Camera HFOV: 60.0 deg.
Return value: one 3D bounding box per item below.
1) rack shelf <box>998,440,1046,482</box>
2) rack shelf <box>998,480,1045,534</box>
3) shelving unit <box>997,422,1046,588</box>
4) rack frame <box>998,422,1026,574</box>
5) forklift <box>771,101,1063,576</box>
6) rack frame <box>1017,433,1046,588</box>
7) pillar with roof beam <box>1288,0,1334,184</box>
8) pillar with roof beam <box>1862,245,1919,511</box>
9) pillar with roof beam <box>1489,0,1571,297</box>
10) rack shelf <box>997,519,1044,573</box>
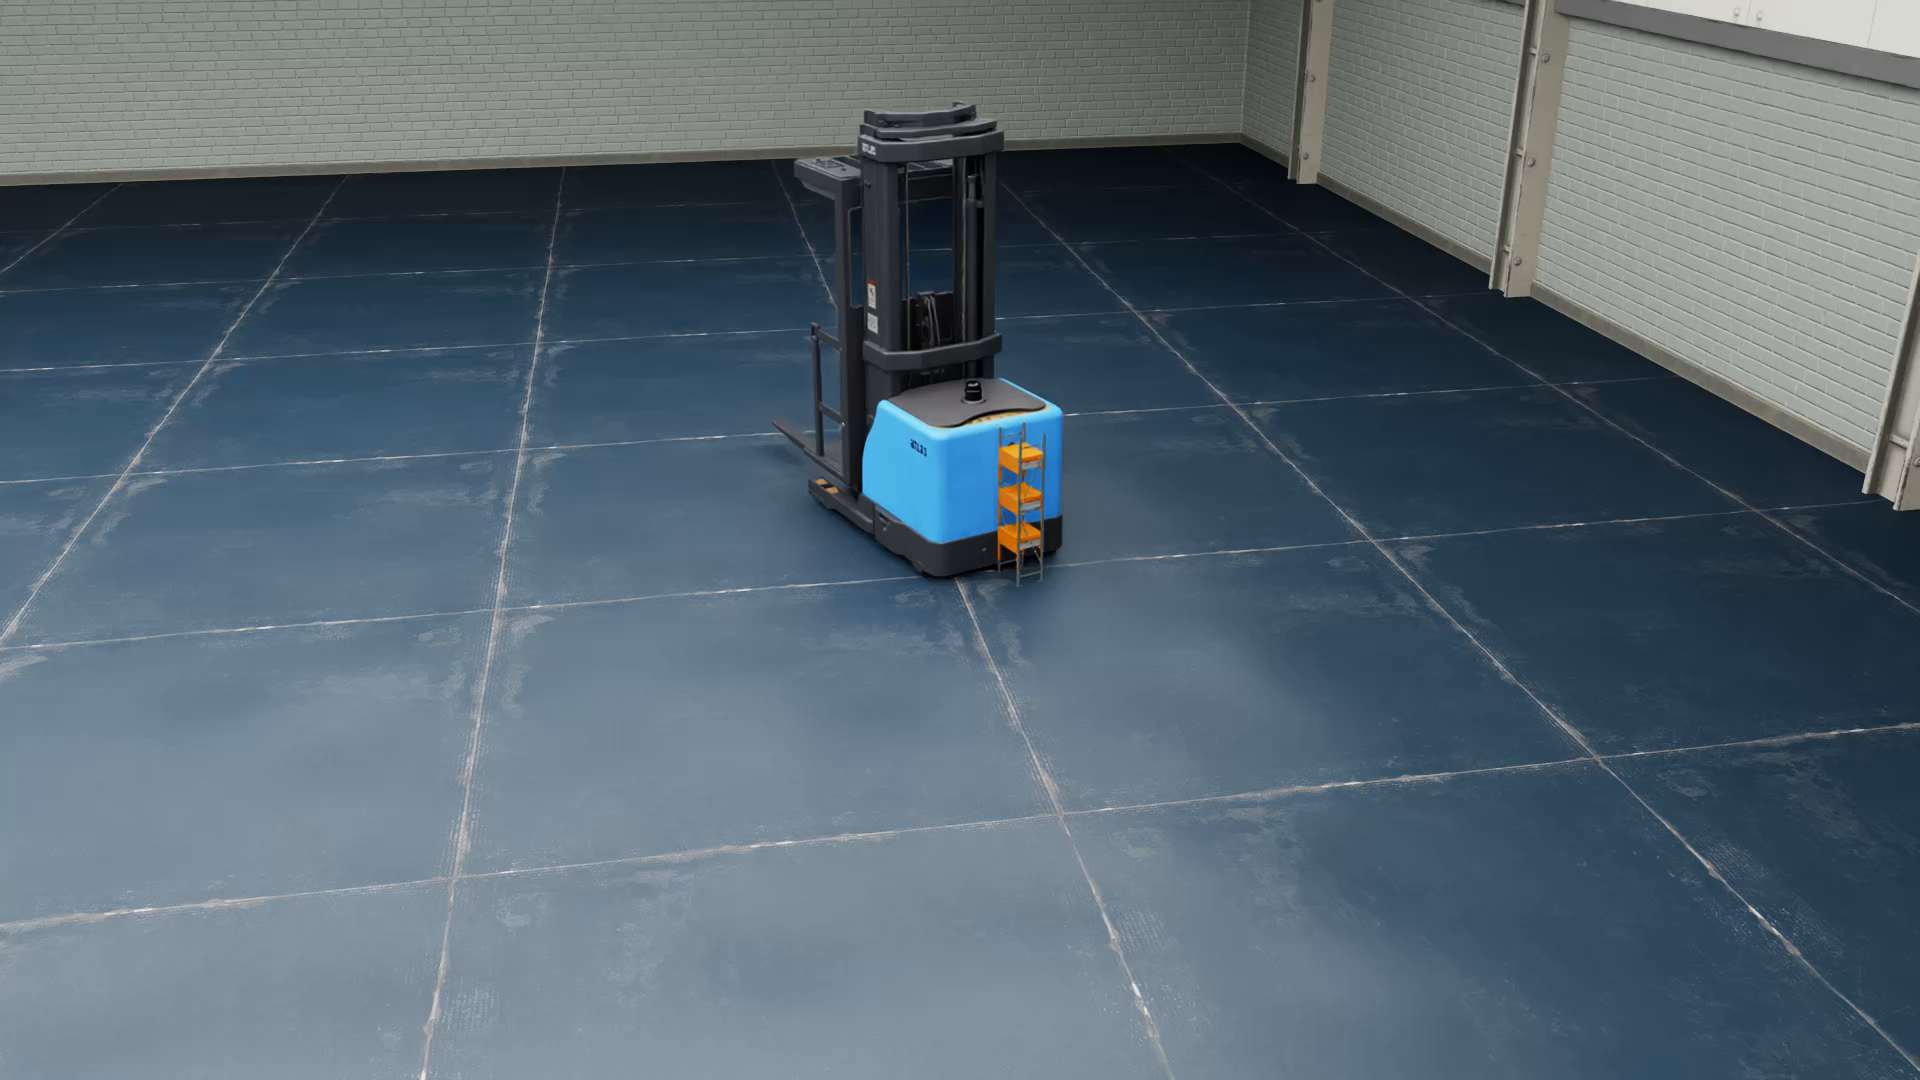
[{"bbox_3d":[0.403,-0.479,10.853,0.215,0.259,0.240,-13,27,-27],"label":"rack shelf"},{"bbox_3d":[0.403,-0.219,10.966,0.215,0.259,0.240,-13,27,-27],"label":"rack shelf"},{"bbox_3d":[0.403,-0.229,10.962,0.215,1.050,0.252,-13,27,-27],"label":"shelving unit"},{"bbox_3d":[0.342,-0.271,11.059,0.200,1.050,0.008,-13,27,-27],"label":"rack frame"},{"bbox_3d":[-0.473,-1.649,11.863,1.130,2.935,3.031,-13,27,-27],"label":"forklift"},{"bbox_3d":[0.464,-0.187,10.865,0.200,1.050,0.008,-13,27,-27],"label":"rack frame"},{"bbox_3d":[0.566,-8.829,20.723,9.100,9.000,0.400,-4,24,-10],"label":"pillar with roof beam"},{"bbox_3d":[2.785,-4.109,9.916,9.100,9.000,0.400,-4,24,-10],"label":"pillar with roof beam"},{"bbox_3d":[1.676,-6.469,15.319,9.100,9.000,0.400,-4,24,-10],"label":"pillar with roof beam"},{"bbox_3d":[0.403,0.036,11.078,0.215,0.259,0.240,-13,27,-27],"label":"rack shelf"}]
